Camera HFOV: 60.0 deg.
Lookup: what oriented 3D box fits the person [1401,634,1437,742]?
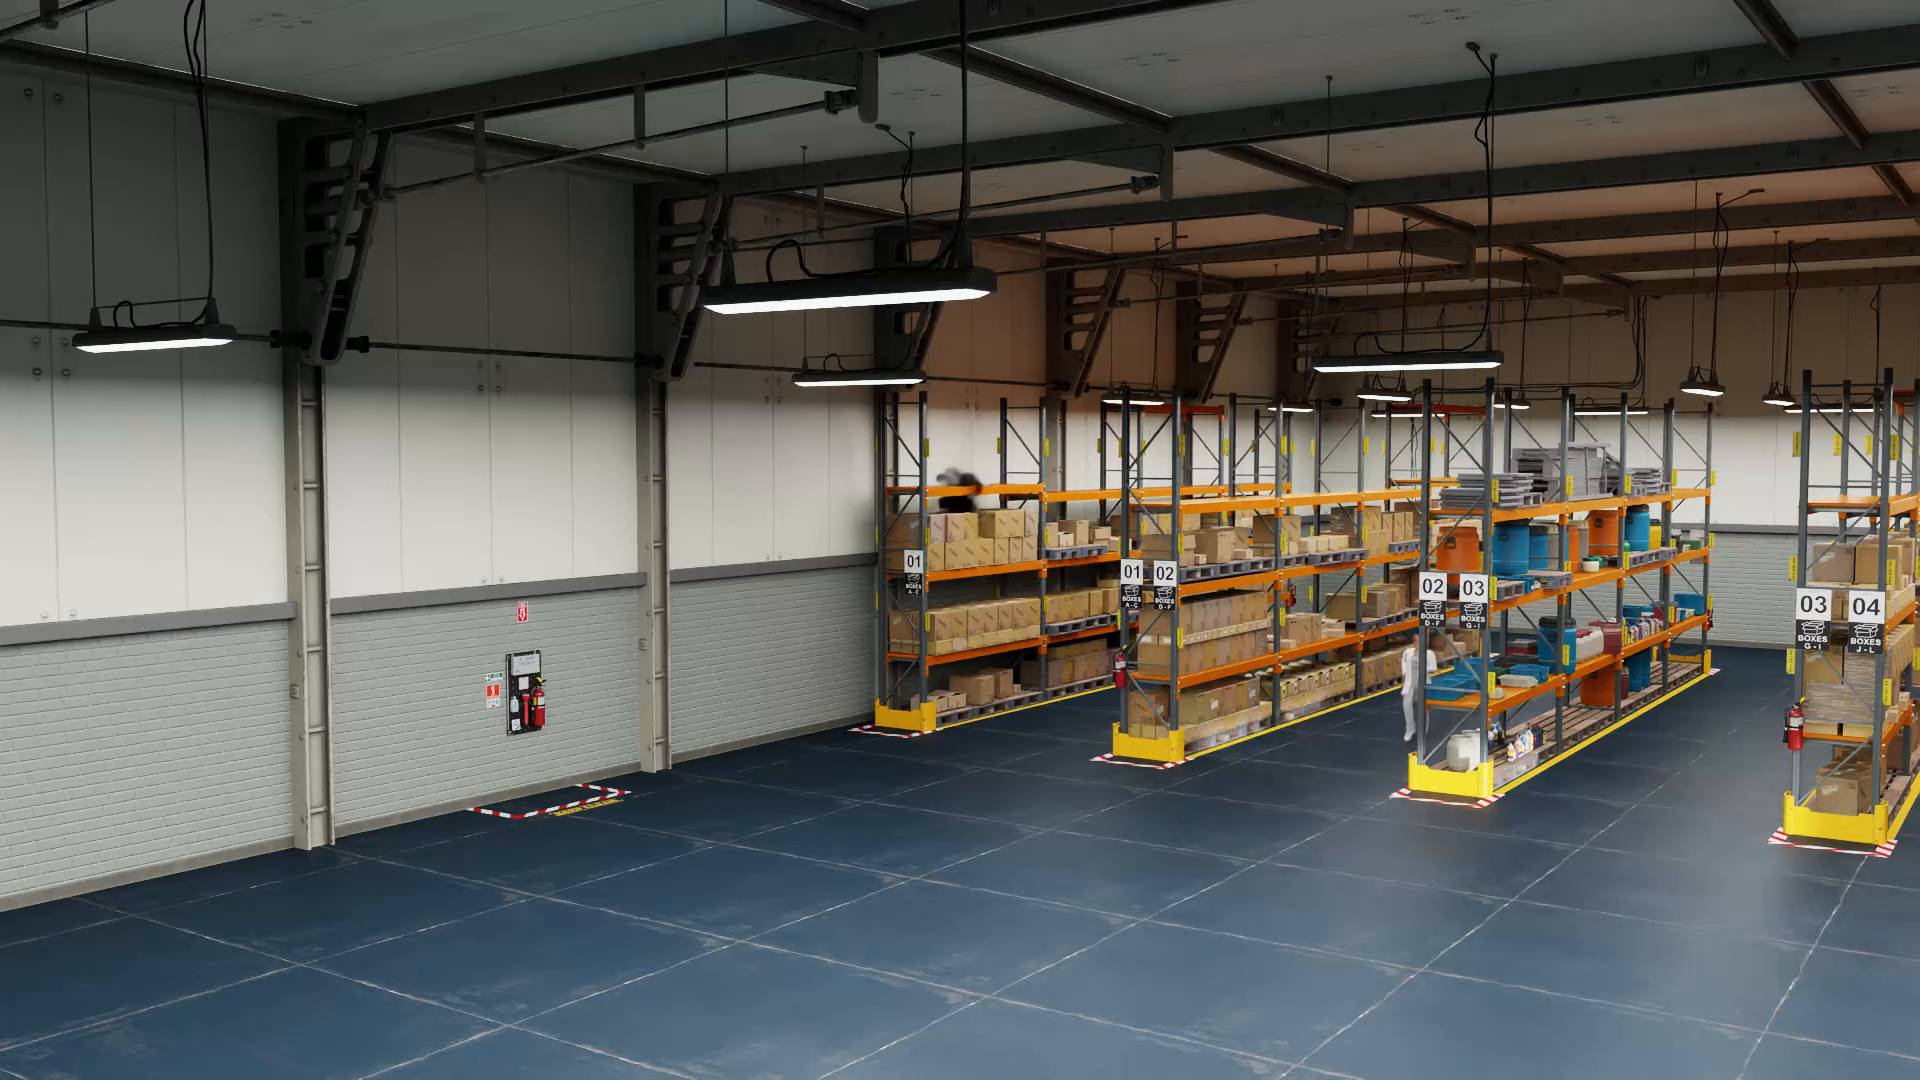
[{"bbox_3d":[7.836,2.533,28.501,0.682,1.841,0.801,2,4,31],"label":"person"}]
